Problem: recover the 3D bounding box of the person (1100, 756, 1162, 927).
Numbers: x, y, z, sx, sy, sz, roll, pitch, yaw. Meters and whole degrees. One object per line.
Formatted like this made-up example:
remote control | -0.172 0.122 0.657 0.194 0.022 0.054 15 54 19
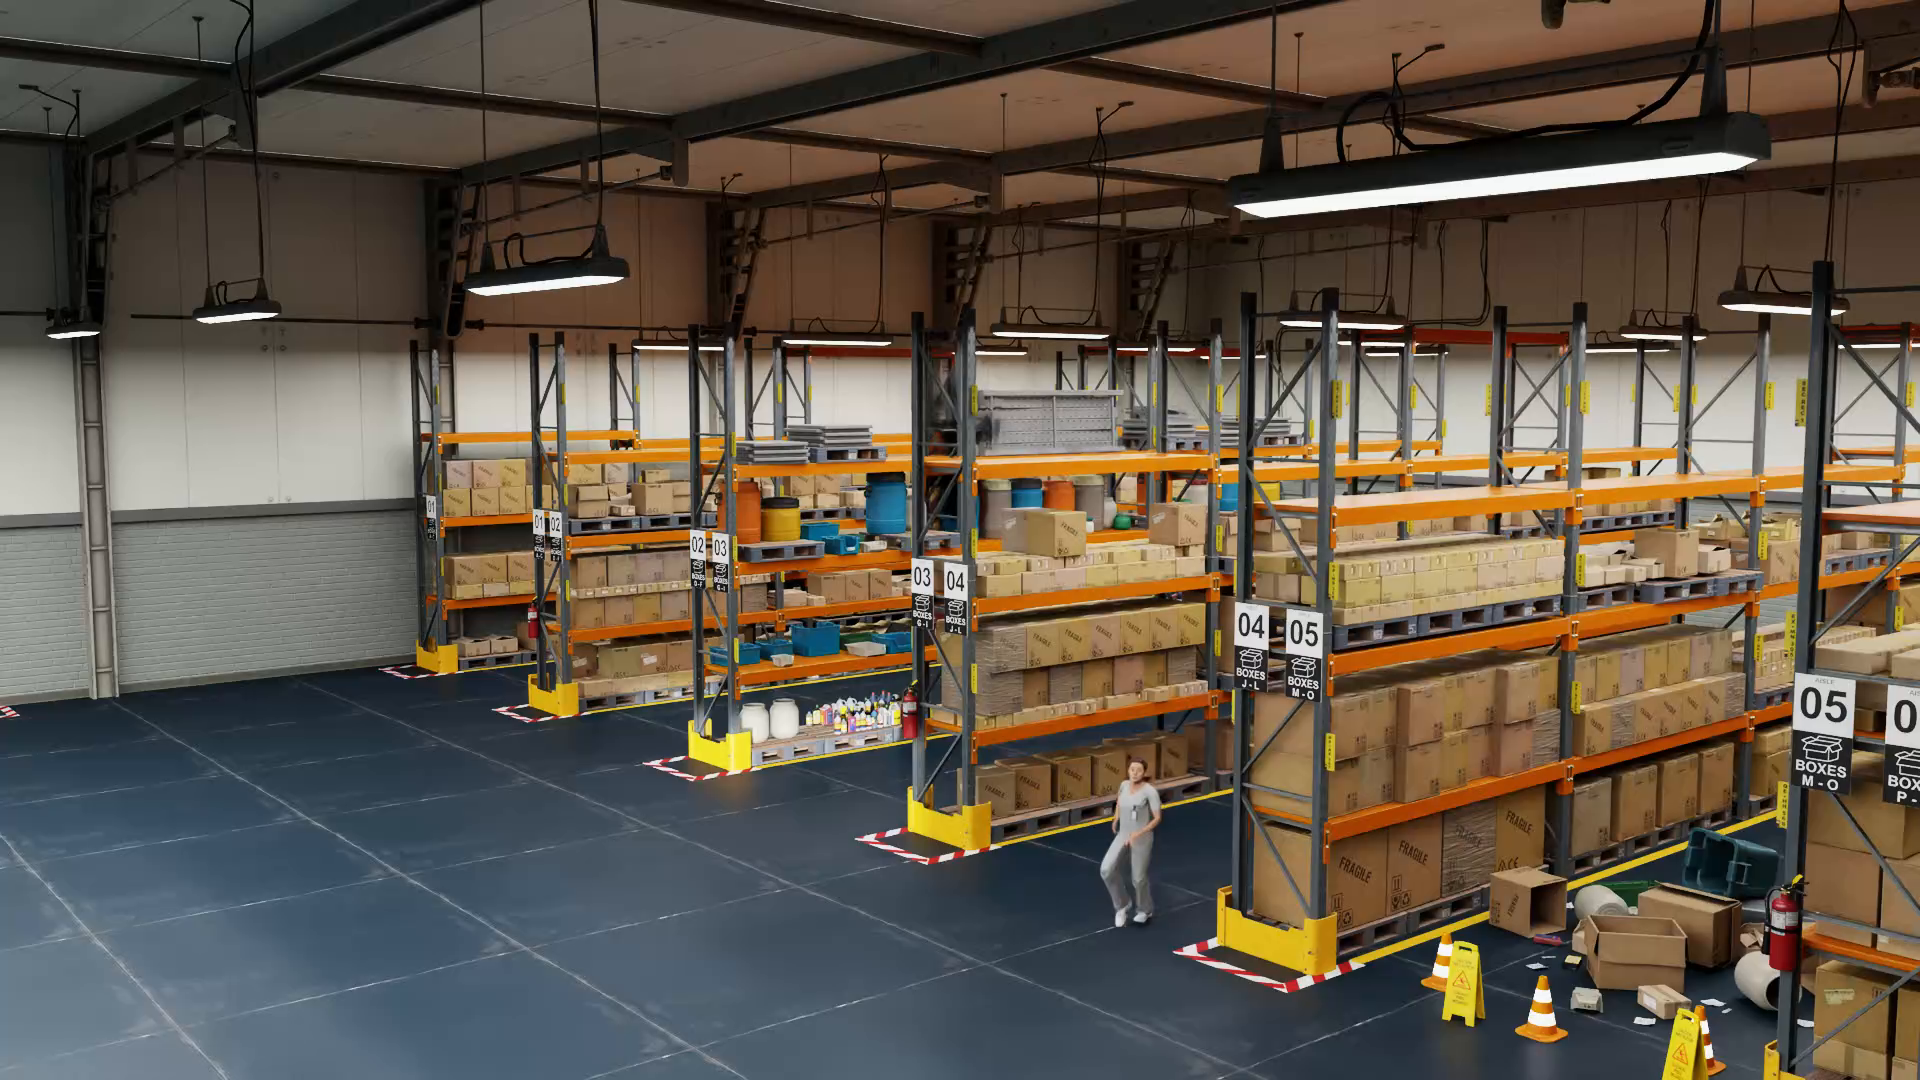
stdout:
person | 1.653 2.874 15.870 0.580 1.649 0.630 4 7 39
